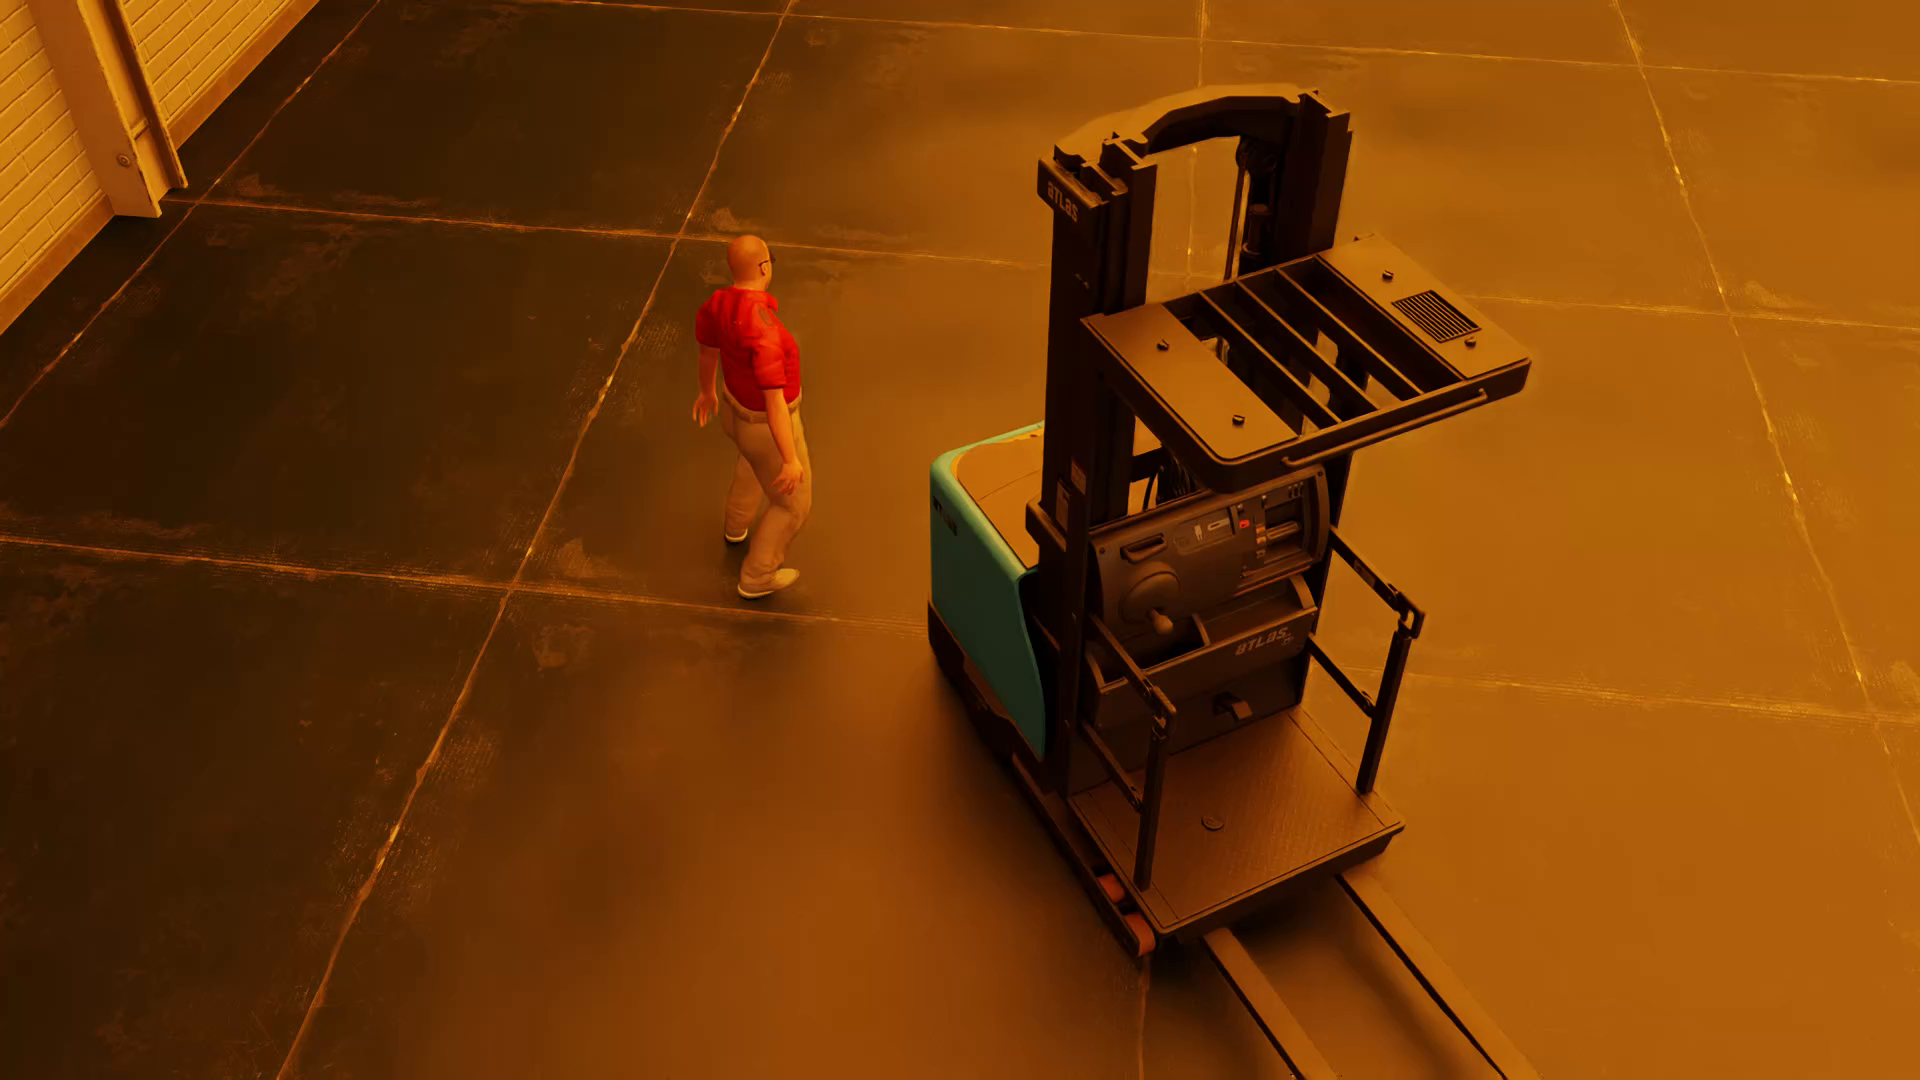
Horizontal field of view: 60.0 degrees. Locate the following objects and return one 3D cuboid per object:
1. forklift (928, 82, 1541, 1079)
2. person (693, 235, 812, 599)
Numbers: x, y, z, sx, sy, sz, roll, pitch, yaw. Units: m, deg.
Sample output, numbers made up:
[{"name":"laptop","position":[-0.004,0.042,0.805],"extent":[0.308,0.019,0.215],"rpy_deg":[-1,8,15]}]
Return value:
[{"name":"forklift","position":[0.975,0.121,5.592],"extent":[1.130,2.935,3.031],"rpy_deg":[-19,46,-19]},{"name":"person","position":[-0.899,-0.507,7.243],"extent":[0.456,1.713,0.896],"rpy_deg":[-23,47,-23]}]
